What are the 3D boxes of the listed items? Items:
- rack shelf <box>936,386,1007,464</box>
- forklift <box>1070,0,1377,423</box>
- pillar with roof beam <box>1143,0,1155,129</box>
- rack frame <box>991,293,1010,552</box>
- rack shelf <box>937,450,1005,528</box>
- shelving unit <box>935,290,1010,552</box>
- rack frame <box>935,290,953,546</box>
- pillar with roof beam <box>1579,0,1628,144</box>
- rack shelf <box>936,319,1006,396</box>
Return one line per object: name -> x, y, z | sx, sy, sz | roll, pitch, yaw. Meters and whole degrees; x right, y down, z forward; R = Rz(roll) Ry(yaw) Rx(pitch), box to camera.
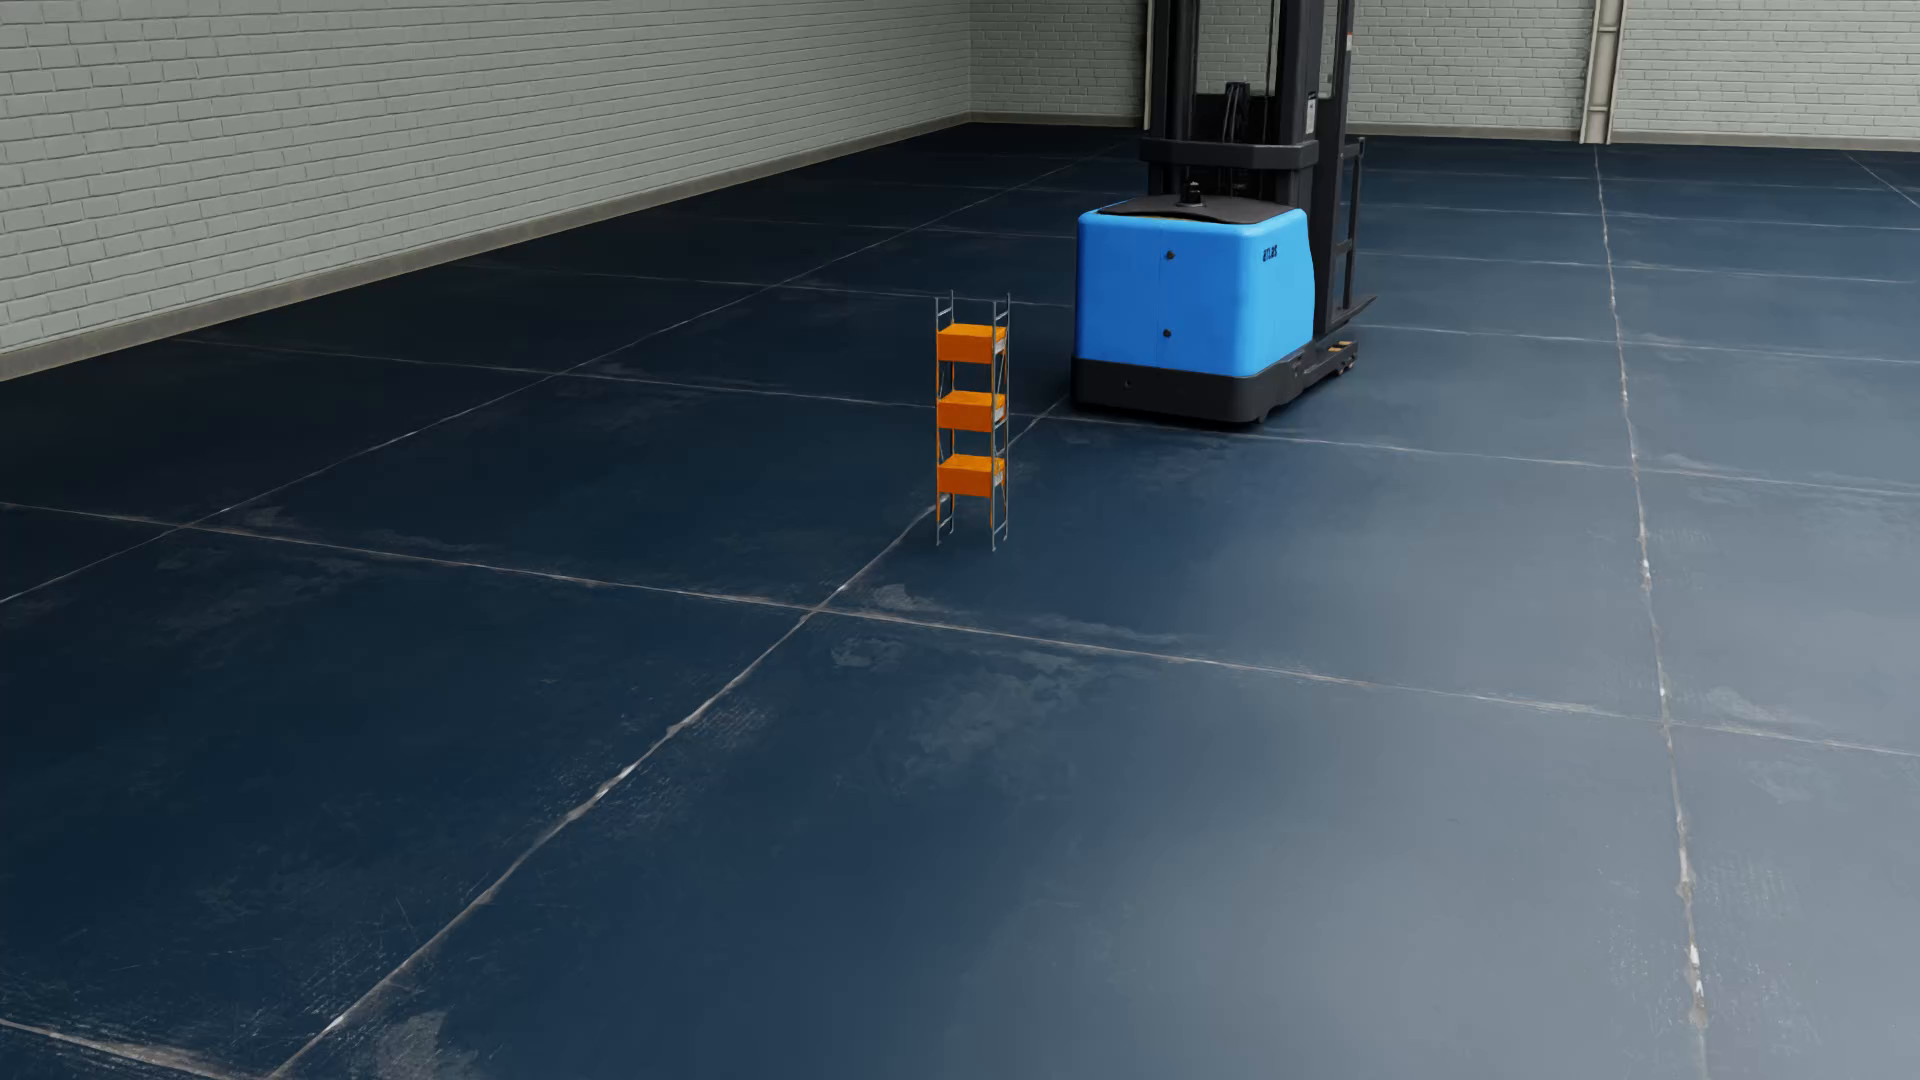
rack shelf -> 0.051, -0.480, 6.890 | 0.240, 0.259, 0.215 | 7, 20, 18
forklift -> 1.755, -2.430, 9.595 | 1.130, 2.935, 3.031 | 10, 22, 27
pillar with roof beam -> 1.502, -8.934, 19.034 | 0.400, 9.000, 9.100 | 7, 20, 18
rack frame -> 0.166, -0.477, 6.849 | 0.008, 1.050, 0.200 | 7, 20, 18
rack shelf -> 0.051, -0.218, 6.982 | 0.240, 0.259, 0.215 | 7, 20, 18
shelving unit -> 0.051, -0.490, 6.887 | 0.252, 1.050, 0.215 | 7, 20, 18
rack frame -> -0.065, -0.503, 6.925 | 0.008, 1.050, 0.200 | 7, 20, 18
pillar with roof beam -> 7.170, -8.285, 17.174 | 0.400, 9.000, 9.100 | 7, 20, 18
rack shelf -> 0.051, -0.748, 6.797 | 0.240, 0.259, 0.215 | 7, 20, 18
